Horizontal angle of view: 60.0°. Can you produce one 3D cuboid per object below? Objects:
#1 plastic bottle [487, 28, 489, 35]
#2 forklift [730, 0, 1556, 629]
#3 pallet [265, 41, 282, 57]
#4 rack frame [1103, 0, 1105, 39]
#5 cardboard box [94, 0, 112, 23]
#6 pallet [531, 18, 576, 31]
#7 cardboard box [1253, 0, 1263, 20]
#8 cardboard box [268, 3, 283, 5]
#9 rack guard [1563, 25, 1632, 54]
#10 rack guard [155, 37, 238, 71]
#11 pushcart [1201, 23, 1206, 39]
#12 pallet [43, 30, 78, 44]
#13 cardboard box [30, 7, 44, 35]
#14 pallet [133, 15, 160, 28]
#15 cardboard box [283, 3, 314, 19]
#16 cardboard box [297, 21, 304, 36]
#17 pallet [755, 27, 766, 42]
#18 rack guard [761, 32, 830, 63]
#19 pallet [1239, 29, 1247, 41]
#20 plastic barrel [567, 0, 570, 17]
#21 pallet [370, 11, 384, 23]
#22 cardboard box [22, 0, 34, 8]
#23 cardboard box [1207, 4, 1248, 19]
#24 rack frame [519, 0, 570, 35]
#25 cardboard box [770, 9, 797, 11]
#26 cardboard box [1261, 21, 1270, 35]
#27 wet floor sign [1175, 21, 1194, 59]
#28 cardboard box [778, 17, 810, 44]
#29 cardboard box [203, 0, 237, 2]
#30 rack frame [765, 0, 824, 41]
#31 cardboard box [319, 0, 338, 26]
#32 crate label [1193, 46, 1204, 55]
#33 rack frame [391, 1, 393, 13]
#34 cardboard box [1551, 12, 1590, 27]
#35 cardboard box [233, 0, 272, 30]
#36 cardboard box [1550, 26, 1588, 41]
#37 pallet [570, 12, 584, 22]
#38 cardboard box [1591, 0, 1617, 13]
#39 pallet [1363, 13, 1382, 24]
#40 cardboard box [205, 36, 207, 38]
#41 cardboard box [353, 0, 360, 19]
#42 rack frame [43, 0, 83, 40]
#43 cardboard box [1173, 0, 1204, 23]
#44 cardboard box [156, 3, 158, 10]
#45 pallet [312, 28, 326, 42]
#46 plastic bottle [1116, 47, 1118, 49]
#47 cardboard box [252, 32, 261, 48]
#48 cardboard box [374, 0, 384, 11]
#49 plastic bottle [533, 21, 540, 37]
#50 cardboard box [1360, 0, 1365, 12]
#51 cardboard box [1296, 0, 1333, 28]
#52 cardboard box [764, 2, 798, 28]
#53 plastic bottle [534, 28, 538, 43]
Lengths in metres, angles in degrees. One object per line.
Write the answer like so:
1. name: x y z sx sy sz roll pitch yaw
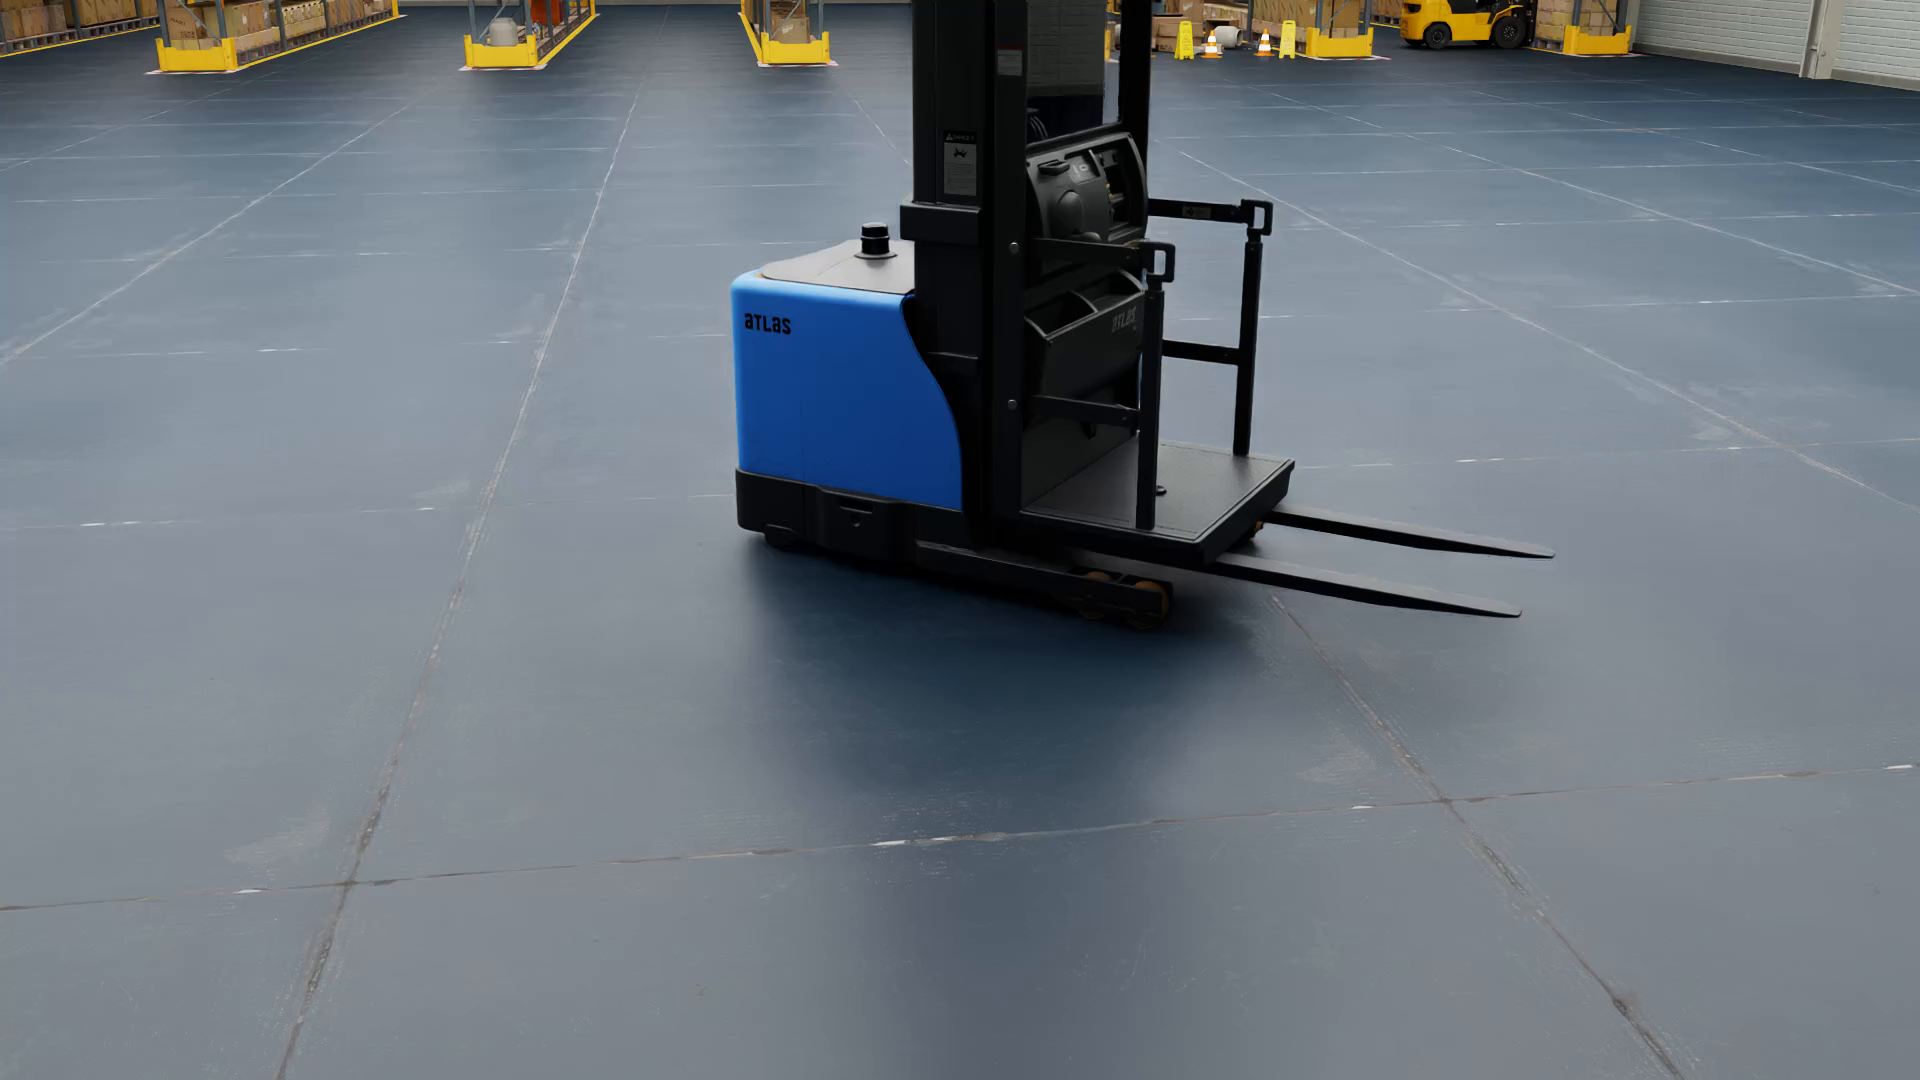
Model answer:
1. plastic bottle: -8.499 -9.083 30.002 0.061 0.283 0.133 -2 21 -6
2. forklift: 0.647 -1.271 5.929 3.031 2.935 1.130 11 23 27
3. pallet: -13.171 -9.049 30.642 1.003 0.211 1.213 -3 21 -8
4. rack frame: 2.059 -9.961 29.100 1.000 3.000 0.127 -3 21 -8
5. cardboard box: -18.818 -11.521 35.748 0.750 0.750 0.750 -3 21 -8
6. pallet: -9.246 -11.652 37.612 1.003 0.211 1.213 -3 21 -8
7. cardboard box: 6.184 -10.673 33.263 0.500 0.500 0.500 -2 21 -5
8. cardboard box: -13.880 -10.635 33.431 0.500 0.311 0.500 -3 21 -9
9. rack guard: 11.857 -9.318 30.951 1.175 0.500 0.348 -3 21 -8
10. rack guard: -12.664 -8.069 27.604 1.175 0.500 0.348 -3 21 -8
11. pushcart: 4.117 -10.270 33.674 1.648 0.377 0.936 -11 23 -26
12. pallet: -18.611 -10.190 33.696 1.003 0.211 1.213 -3 21 -8
13. cardboard box: -18.508 -10.200 32.683 0.700 0.500 0.500 -3 21 -8
14. pallet: -19.331 -12.112 38.844 1.003 0.211 1.213 -3 21 -8
15. cardboard box: -13.350 -10.666 33.513 0.500 0.311 0.500 -3 21 -8
16. cardboard box: -13.207 -10.050 32.666 0.500 0.250 0.500 -4 21 -9
17. pallet: -3.733 -10.518 34.575 1.003 0.211 1.213 -3 21 -8
18. rack guard: -2.875 -8.601 29.031 1.175 0.500 0.348 -3 21 -8
19. pallet: 6.252 -10.594 34.779 1.003 0.211 1.213 -3 21 -8
20. plastic barrel: -9.433 -12.676 38.766 0.600 0.901 0.708 -3 21 -8
21. pallet: -14.674 -12.757 40.572 1.003 0.211 1.213 -3 21 -8
22. cardboard box: -18.467 -10.528 32.489 0.500 0.250 0.500 -3 21 -8
23. cardboard box: 5.975 -11.530 36.456 0.950 0.372 0.625 -3 21 -9
24. rack frame: -8.918 -12.266 35.271 1.000 3.000 0.127 -3 21 -8
25. cardboard box: -3.422 -10.016 32.219 0.500 0.500 0.500 -4 21 -9
26. cardboard box: 6.272 -10.137 32.901 0.500 0.250 0.500 -2 21 -5
27. wet floor sign: 4.022 -8.948 29.752 0.267 0.644 0.232 -7 21 -17
28. cardboard box: -2.937 -8.989 29.469 0.500 0.500 0.500 1 20 2
29. cardboard box: -13.407 -9.544 30.239 0.500 0.500 0.500 -3 21 -8
30. rack frame: -2.864 -9.746 28.524 1.000 3.000 0.127 -3 21 -8
31. cardboard box: -13.603 -11.225 35.426 0.500 0.500 0.500 -2 21 -5
32. crate label: 4.380 -9.084 30.842 0.250 0.136 0.298 -15 25 -35
33. rack frame: -14.974 -14.788 42.022 1.000 3.000 0.127 -3 21 -8
34. cardboard box: 11.474 -9.793 31.265 0.500 0.250 0.500 -3 21 -8
35. cardboard box: -12.900 -9.569 30.308 0.500 0.500 0.500 -3 21 -8
36. cardboard box: 11.474 -9.553 31.336 0.500 0.250 0.500 -3 21 -7
37. pallet: -9.639 -12.597 40.143 1.003 0.211 1.213 -3 21 -8
38. cardboard box: 11.972 -10.051 31.239 0.500 0.250 0.500 -3 21 -9
39. pallet: 10.458 -12.643 40.265 1.003 0.211 1.213 -3 21 -8
40. cardboard box: -13.121 -8.500 28.516 0.500 0.250 0.500 -3 21 -8
41. cardboard box: -13.979 -12.110 37.796 0.500 0.500 0.500 -3 21 -8
42. rack frame: -18.722 -11.767 33.933 1.000 3.000 0.127 -3 21 -8
43. cardboard box: 4.609 -10.714 33.607 0.500 0.500 0.500 -3 21 -8
44. cardboard box: -19.446 -12.793 39.654 0.700 0.500 0.500 -2 21 -6
45. pallet: -13.740 -10.424 34.325 1.003 0.211 1.213 -3 21 -8
46. plastic bottle: 3.150 -9.418 31.845 0.283 0.061 0.133 -11 23 -26
47. cardboard box: -12.739 -8.873 29.515 0.500 0.250 0.500 -3 21 -8
48. cardboard box: -14.544 -13.199 41.070 0.500 0.250 0.500 -3 21 -8
49. plastic bottle: -7.889 -9.460 30.914 0.144 0.351 0.185 -3 21 -8
50. cardboard box: 10.125 -13.142 40.589 0.500 0.500 0.500 -4 21 -9
51. cardboard box: 6.569 -9.770 30.846 0.500 0.500 0.500 -3 21 -7
52. cardboard box: -3.720 -10.933 34.645 0.700 0.500 0.500 -1 21 -3
53. plastic bottle: -7.782 -9.221 30.388 0.097 0.271 0.097 0 20 0
